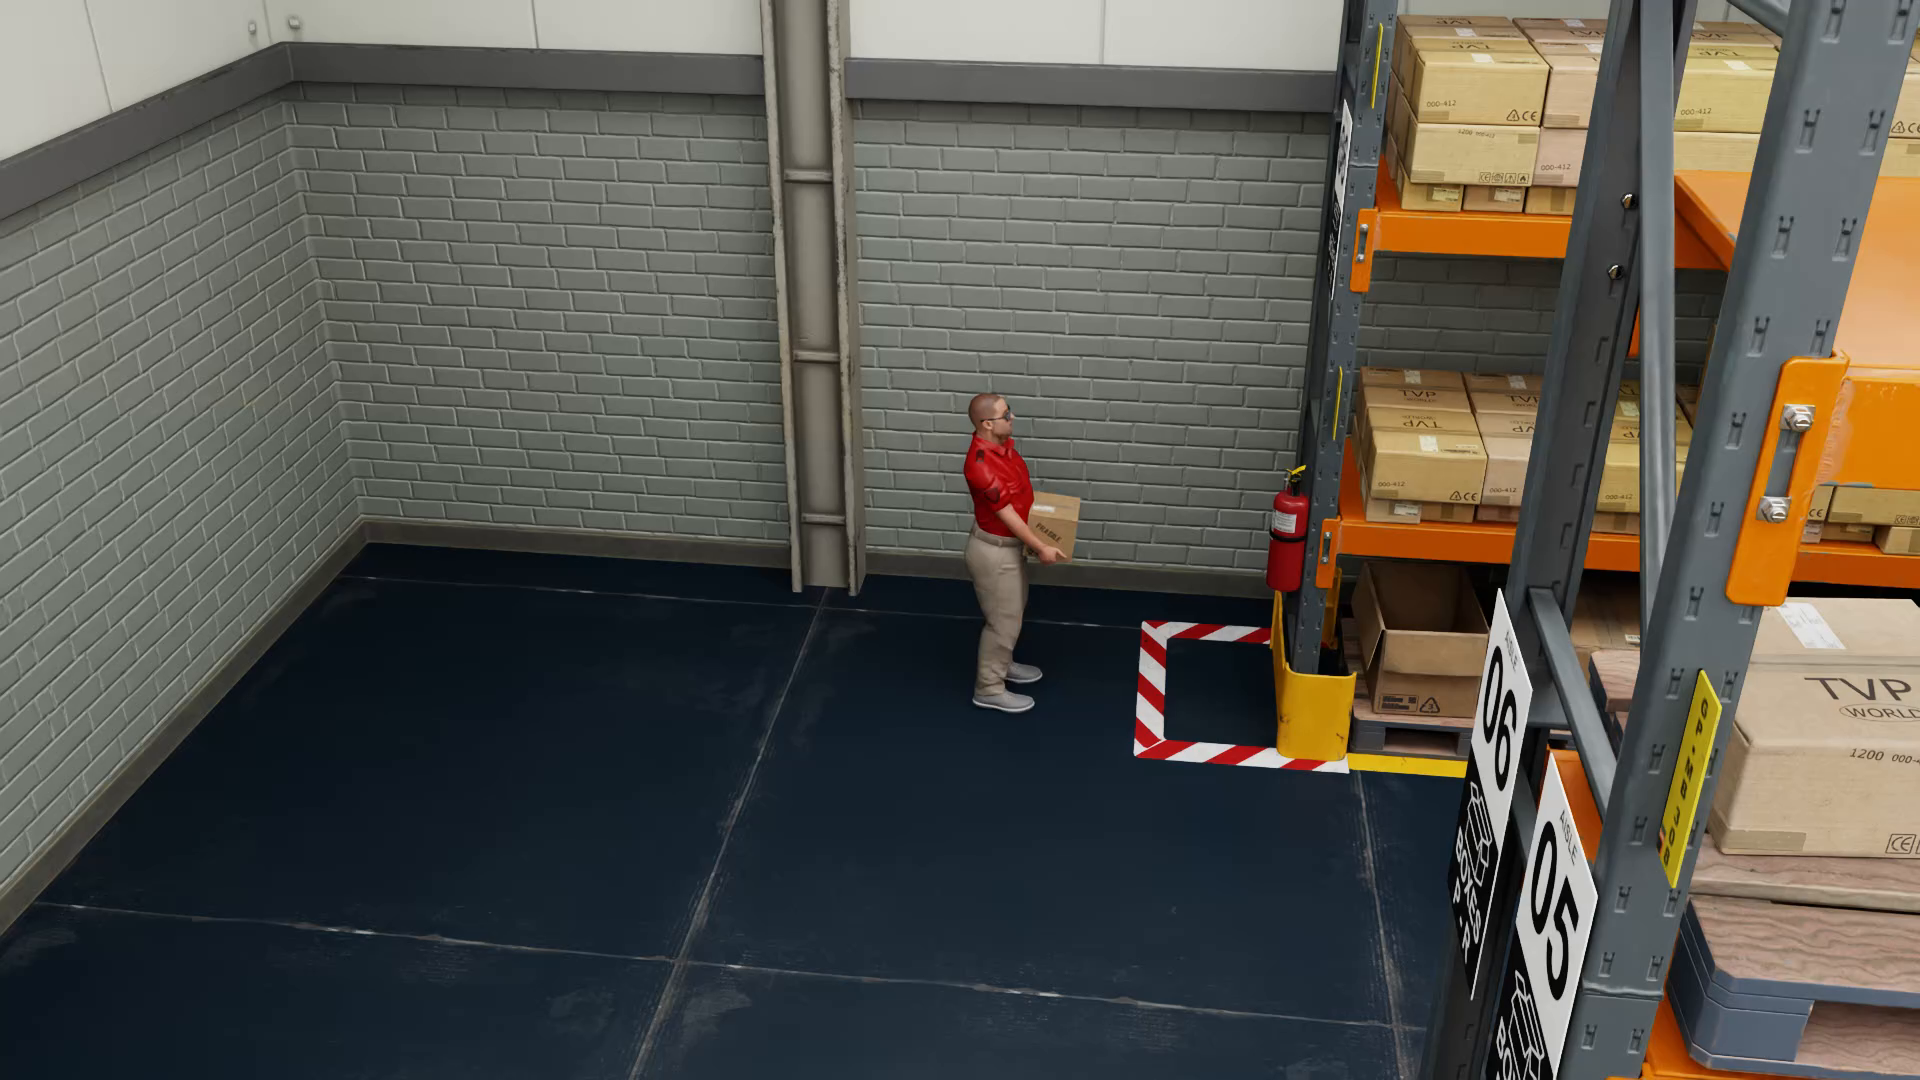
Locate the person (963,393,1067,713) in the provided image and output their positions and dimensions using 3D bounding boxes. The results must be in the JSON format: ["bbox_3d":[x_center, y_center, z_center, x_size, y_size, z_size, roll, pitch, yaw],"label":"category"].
[{"bbox_3d":[0.295,0.055,8.555,0.530,1.707,0.493,3,28,6],"label":"person"}]
